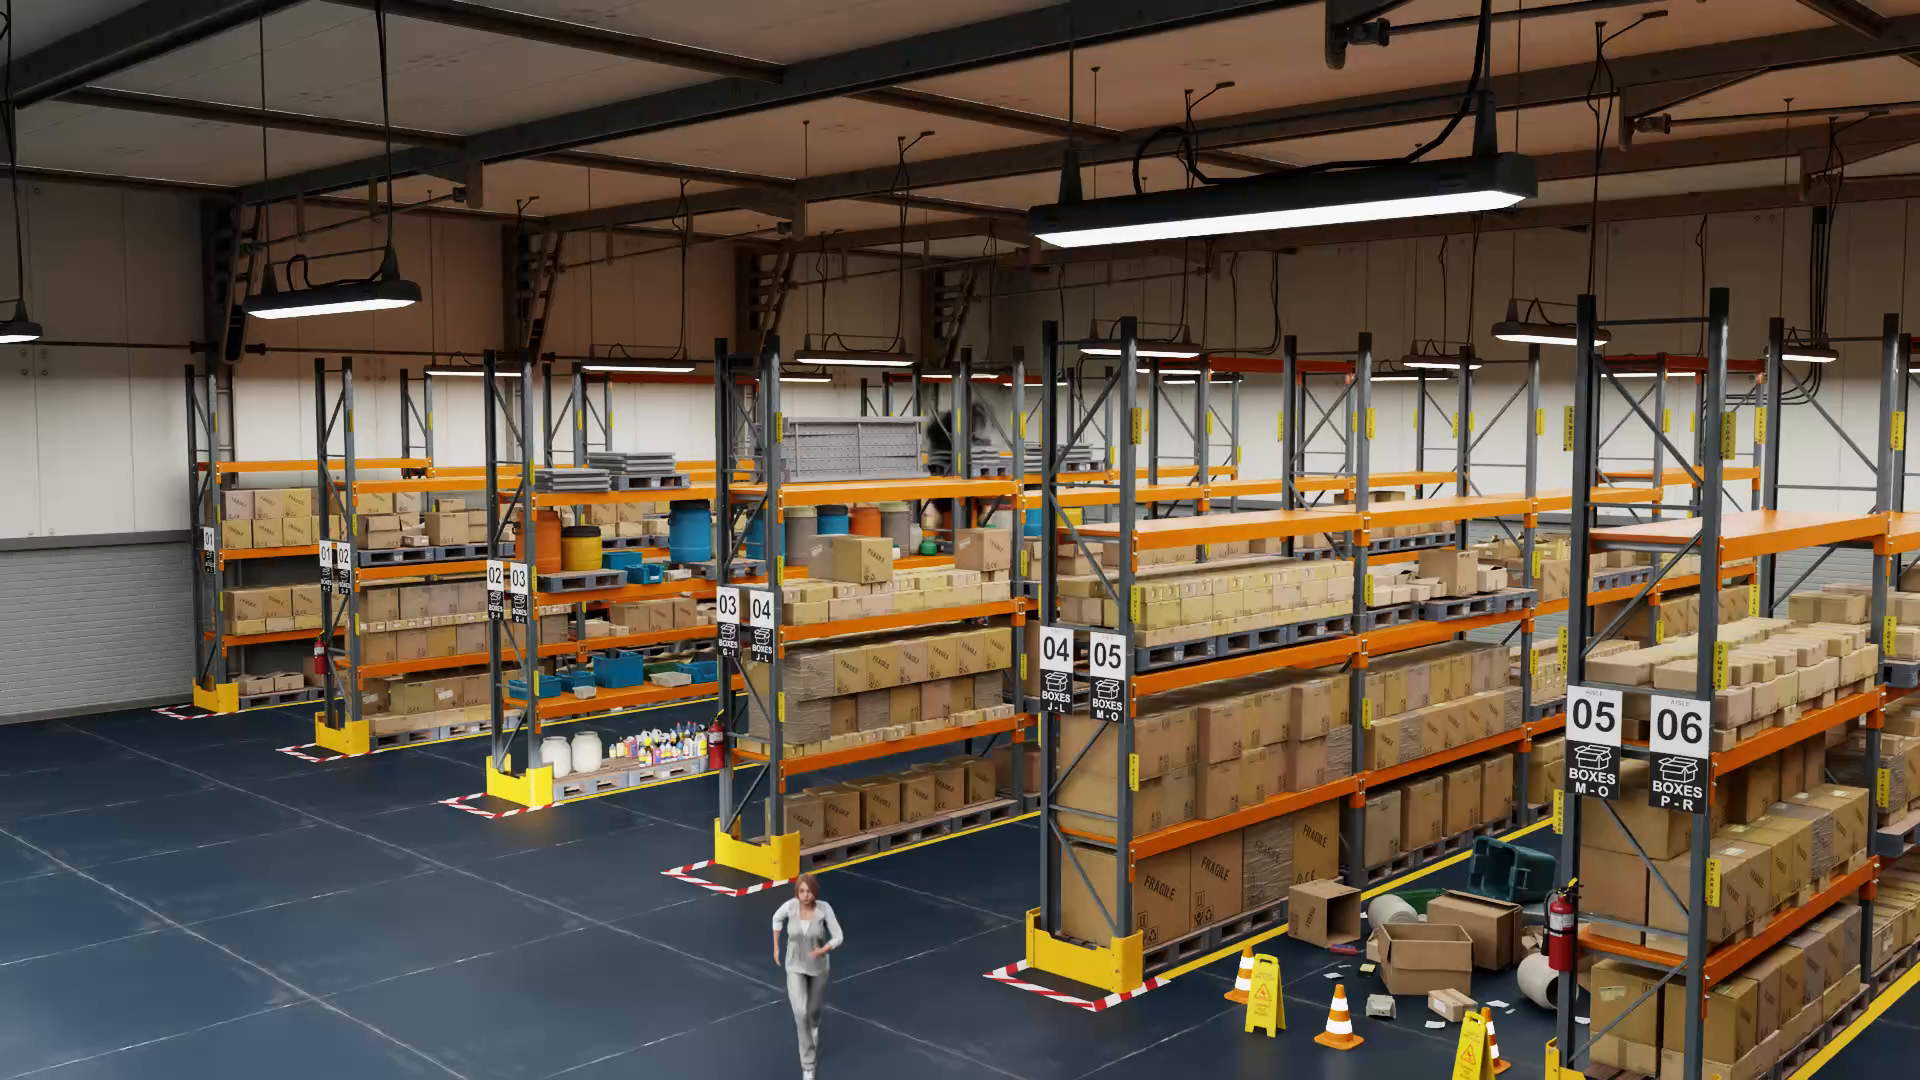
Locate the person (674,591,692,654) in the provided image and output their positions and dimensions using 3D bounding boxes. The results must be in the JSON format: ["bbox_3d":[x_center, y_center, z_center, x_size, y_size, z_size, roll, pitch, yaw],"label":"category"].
[{"bbox_3d":[-5.370,1.824,32.394,0.677,1.746,0.875,4,6,42],"label":"person"}]

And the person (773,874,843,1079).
[{"bbox_3d":[-1.188,3.374,13.001,0.557,1.611,0.906,0,4,-3],"label":"person"}]
